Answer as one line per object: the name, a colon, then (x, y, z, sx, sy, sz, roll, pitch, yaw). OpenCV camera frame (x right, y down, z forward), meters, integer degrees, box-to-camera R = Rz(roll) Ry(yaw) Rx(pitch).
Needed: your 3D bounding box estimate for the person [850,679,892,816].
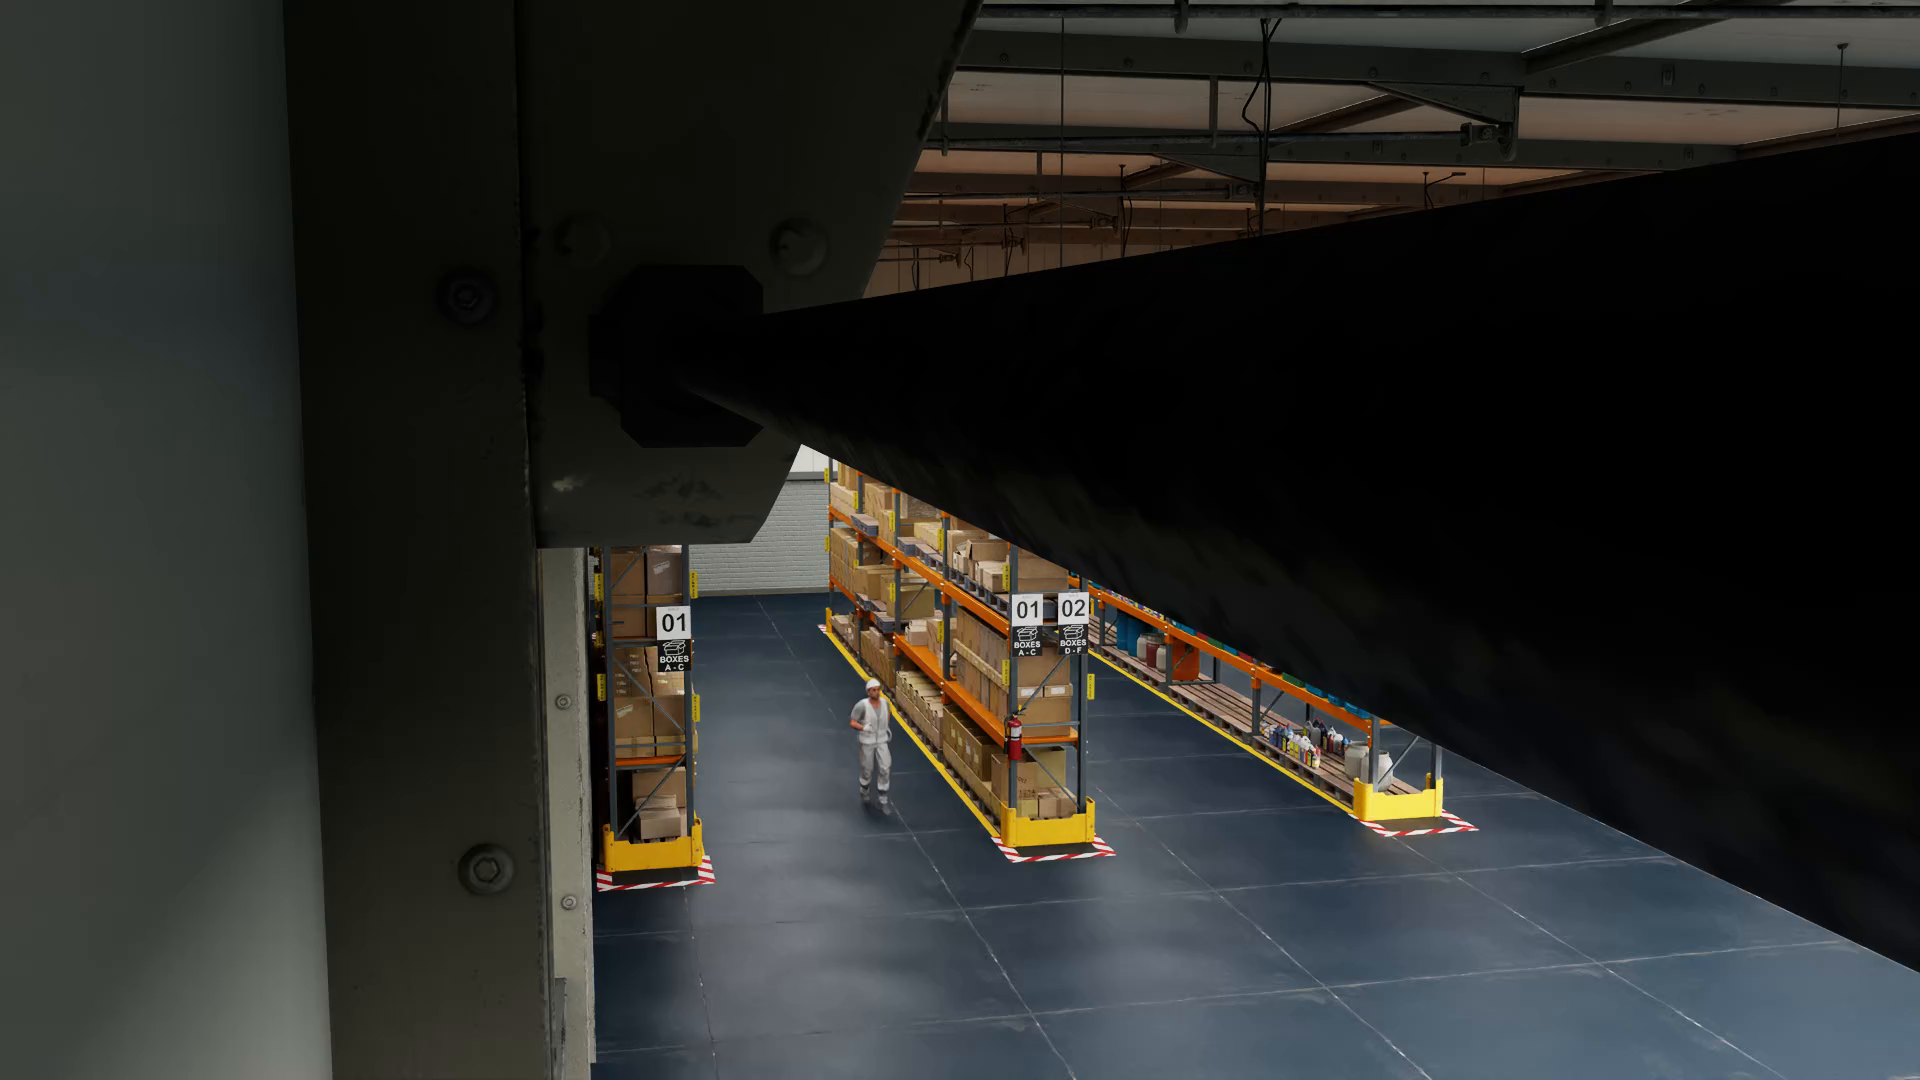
person: (-1.192, 2.782, 22.517, 0.633, 1.840, 0.795, -2, 7, -19)
